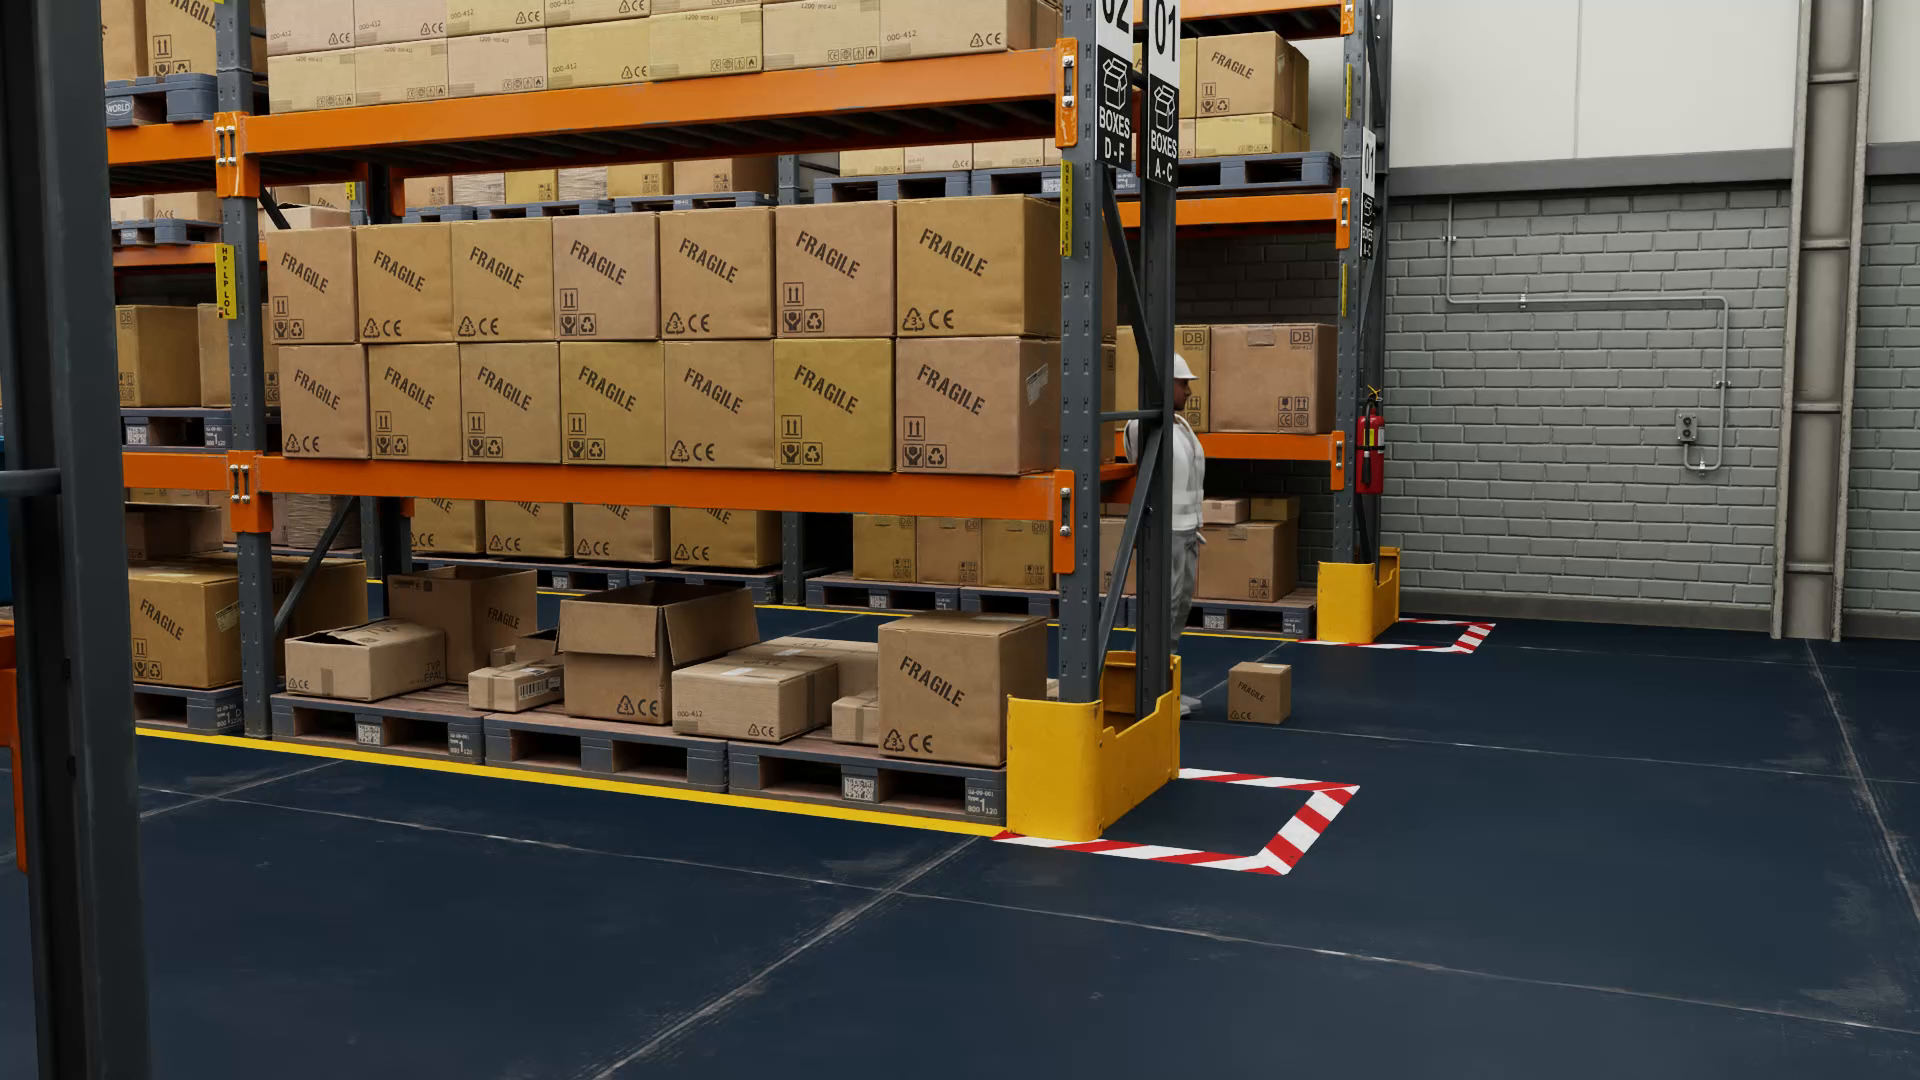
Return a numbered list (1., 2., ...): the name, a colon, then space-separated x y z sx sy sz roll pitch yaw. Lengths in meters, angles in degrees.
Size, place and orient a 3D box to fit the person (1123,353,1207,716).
1. person: 1.027 -0.028 8.245 0.361 1.791 0.547 3 6 25
